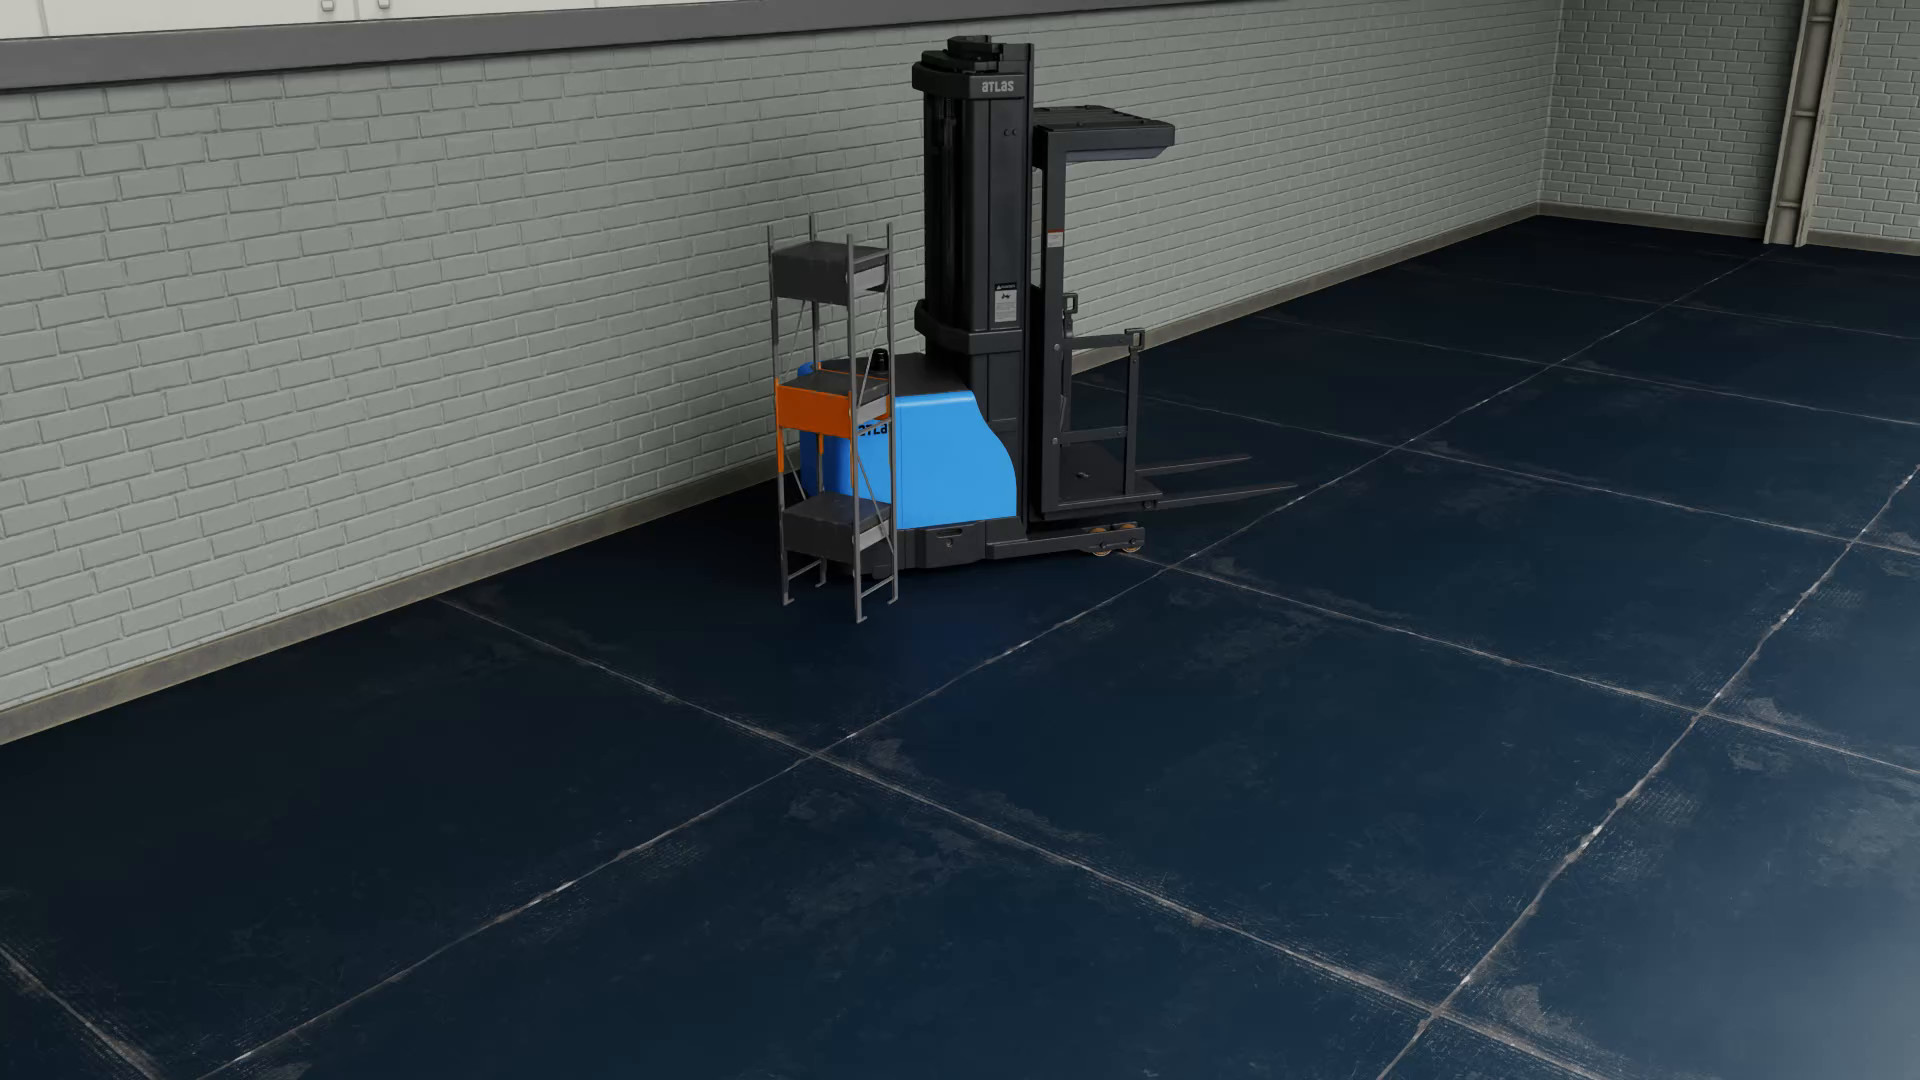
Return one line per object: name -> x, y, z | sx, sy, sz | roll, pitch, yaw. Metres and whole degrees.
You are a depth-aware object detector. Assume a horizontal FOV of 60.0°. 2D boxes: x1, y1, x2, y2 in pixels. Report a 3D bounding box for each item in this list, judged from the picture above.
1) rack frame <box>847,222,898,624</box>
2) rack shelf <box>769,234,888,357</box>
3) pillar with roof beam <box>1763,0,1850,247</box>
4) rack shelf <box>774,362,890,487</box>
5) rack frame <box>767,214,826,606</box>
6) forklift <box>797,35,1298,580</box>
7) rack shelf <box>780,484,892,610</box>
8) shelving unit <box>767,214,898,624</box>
rack frame -> -0.454, -0.592, 8.762 | 0.015, 2.100, 0.400 | 12, 24, 28
rack shelf -> -0.665, -1.278, 8.636 | 0.480, 0.518, 0.431 | 12, 24, 28
pillar with roof beam -> 6.848, -6.478, 14.593 | 0.400, 9.000, 9.100 | 16, 26, 36
rack shelf -> -0.665, -0.623, 8.883 | 0.480, 0.518, 0.431 | 12, 24, 28
rack frame -> -0.875, -0.679, 8.994 | 0.015, 2.100, 0.400 | 12, 24, 28
forklift -> 0.589, -1.443, 9.841 | 3.031, 2.935, 1.130 | -7, 22, -18
rack shelf -> -0.665, 0.032, 9.130 | 0.480, 0.518, 0.431 | 12, 24, 28
shelving unit -> -0.665, -0.636, 8.878 | 0.503, 2.100, 0.431 | 12, 24, 28
